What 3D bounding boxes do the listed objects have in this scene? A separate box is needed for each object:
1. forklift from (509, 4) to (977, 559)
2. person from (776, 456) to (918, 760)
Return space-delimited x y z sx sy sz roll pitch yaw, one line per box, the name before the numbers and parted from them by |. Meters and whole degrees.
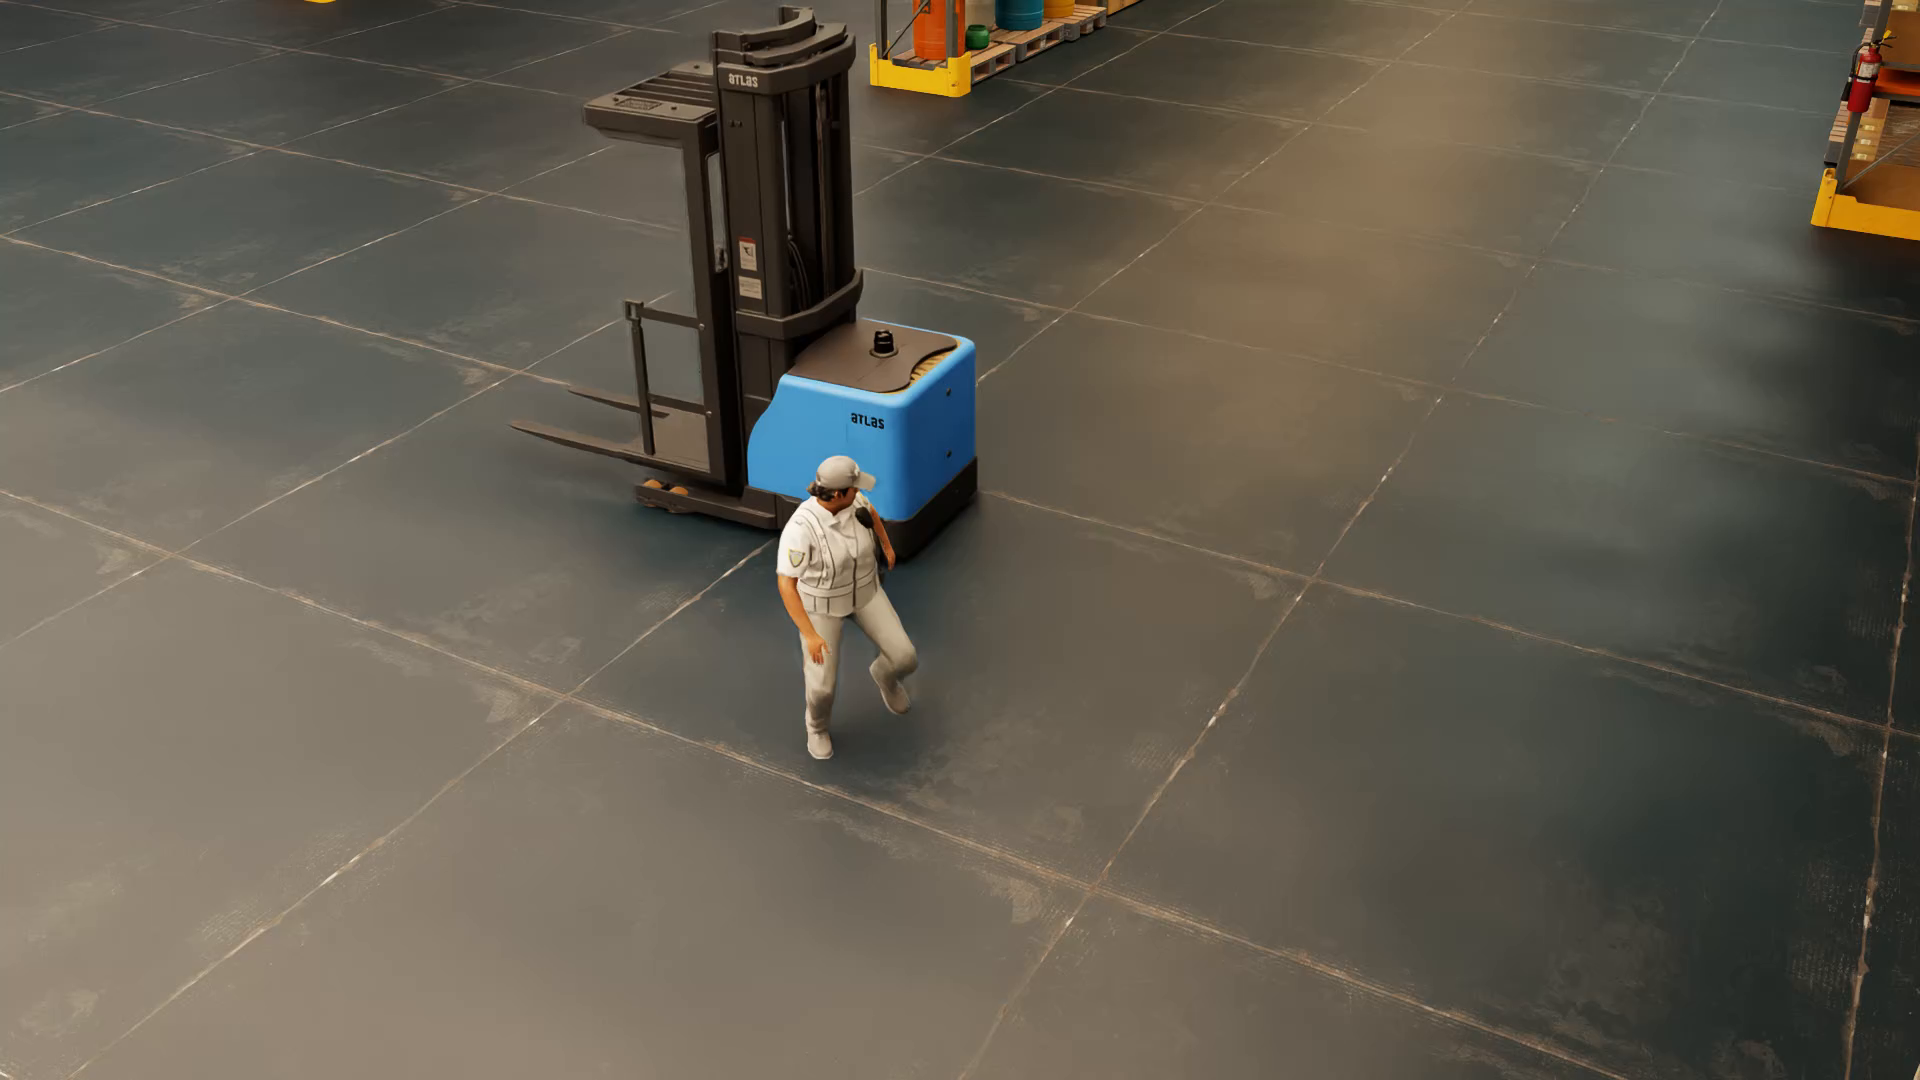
forklift | -1.447 -1.652 9.933 3.031 2.935 1.130 14 33 22
person | -0.536 0.295 7.949 0.755 1.569 0.556 -17 34 -26
